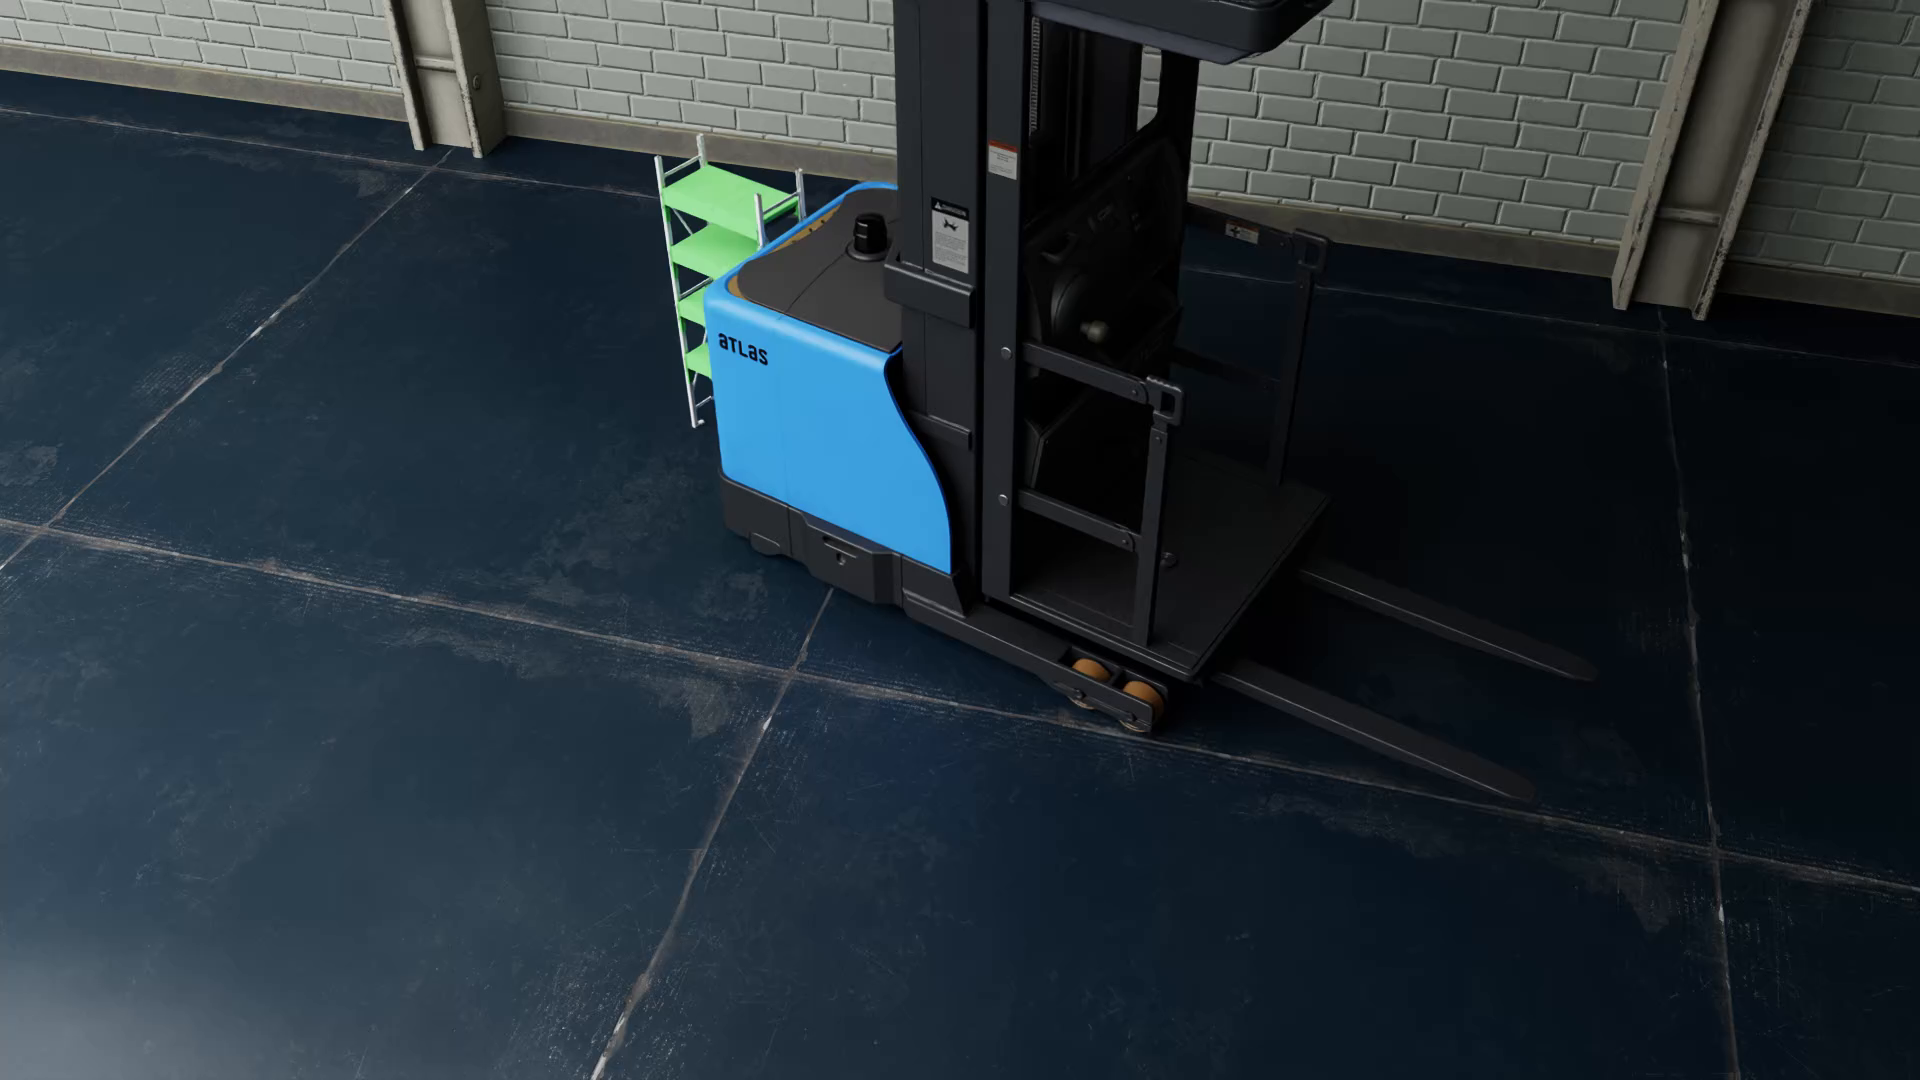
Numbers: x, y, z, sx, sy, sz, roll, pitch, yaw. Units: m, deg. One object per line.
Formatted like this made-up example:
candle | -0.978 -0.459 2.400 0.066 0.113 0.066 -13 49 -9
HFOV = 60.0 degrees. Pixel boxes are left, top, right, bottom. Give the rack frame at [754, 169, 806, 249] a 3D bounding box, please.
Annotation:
rack frame | -0.634 -0.803 6.261 0.015 1.200 0.240 25 46 28

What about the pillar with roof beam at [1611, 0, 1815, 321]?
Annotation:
pillar with roof beam | 2.064 -1.877 1.488 0.400 9.000 9.100 10 41 11

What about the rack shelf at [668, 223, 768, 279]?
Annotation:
rack shelf | -0.831 -1.030 6.263 0.480 0.148 0.258 25 46 28

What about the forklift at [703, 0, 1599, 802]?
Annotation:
forklift | 0.627 -0.882 5.021 3.031 2.935 1.130 23 45 25

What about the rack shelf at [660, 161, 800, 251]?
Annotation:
rack shelf | -0.834 -1.215 6.111 0.480 0.148 0.258 25 46 28

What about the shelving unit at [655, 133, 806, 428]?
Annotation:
shelving unit | -0.829 -0.894 6.375 0.503 1.200 0.258 25 46 28

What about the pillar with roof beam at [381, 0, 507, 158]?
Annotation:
pillar with roof beam | -3.732 -2.875 2.676 0.400 9.000 9.100 10 41 11

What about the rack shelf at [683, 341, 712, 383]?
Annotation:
rack shelf | -0.825 -0.660 6.568 0.480 0.148 0.258 25 46 28

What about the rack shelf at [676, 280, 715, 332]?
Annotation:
rack shelf | -0.828 -0.845 6.416 0.480 0.148 0.258 25 46 28

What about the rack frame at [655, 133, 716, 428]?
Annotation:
rack frame | -1.024 -0.985 6.490 0.015 1.200 0.240 25 46 28
